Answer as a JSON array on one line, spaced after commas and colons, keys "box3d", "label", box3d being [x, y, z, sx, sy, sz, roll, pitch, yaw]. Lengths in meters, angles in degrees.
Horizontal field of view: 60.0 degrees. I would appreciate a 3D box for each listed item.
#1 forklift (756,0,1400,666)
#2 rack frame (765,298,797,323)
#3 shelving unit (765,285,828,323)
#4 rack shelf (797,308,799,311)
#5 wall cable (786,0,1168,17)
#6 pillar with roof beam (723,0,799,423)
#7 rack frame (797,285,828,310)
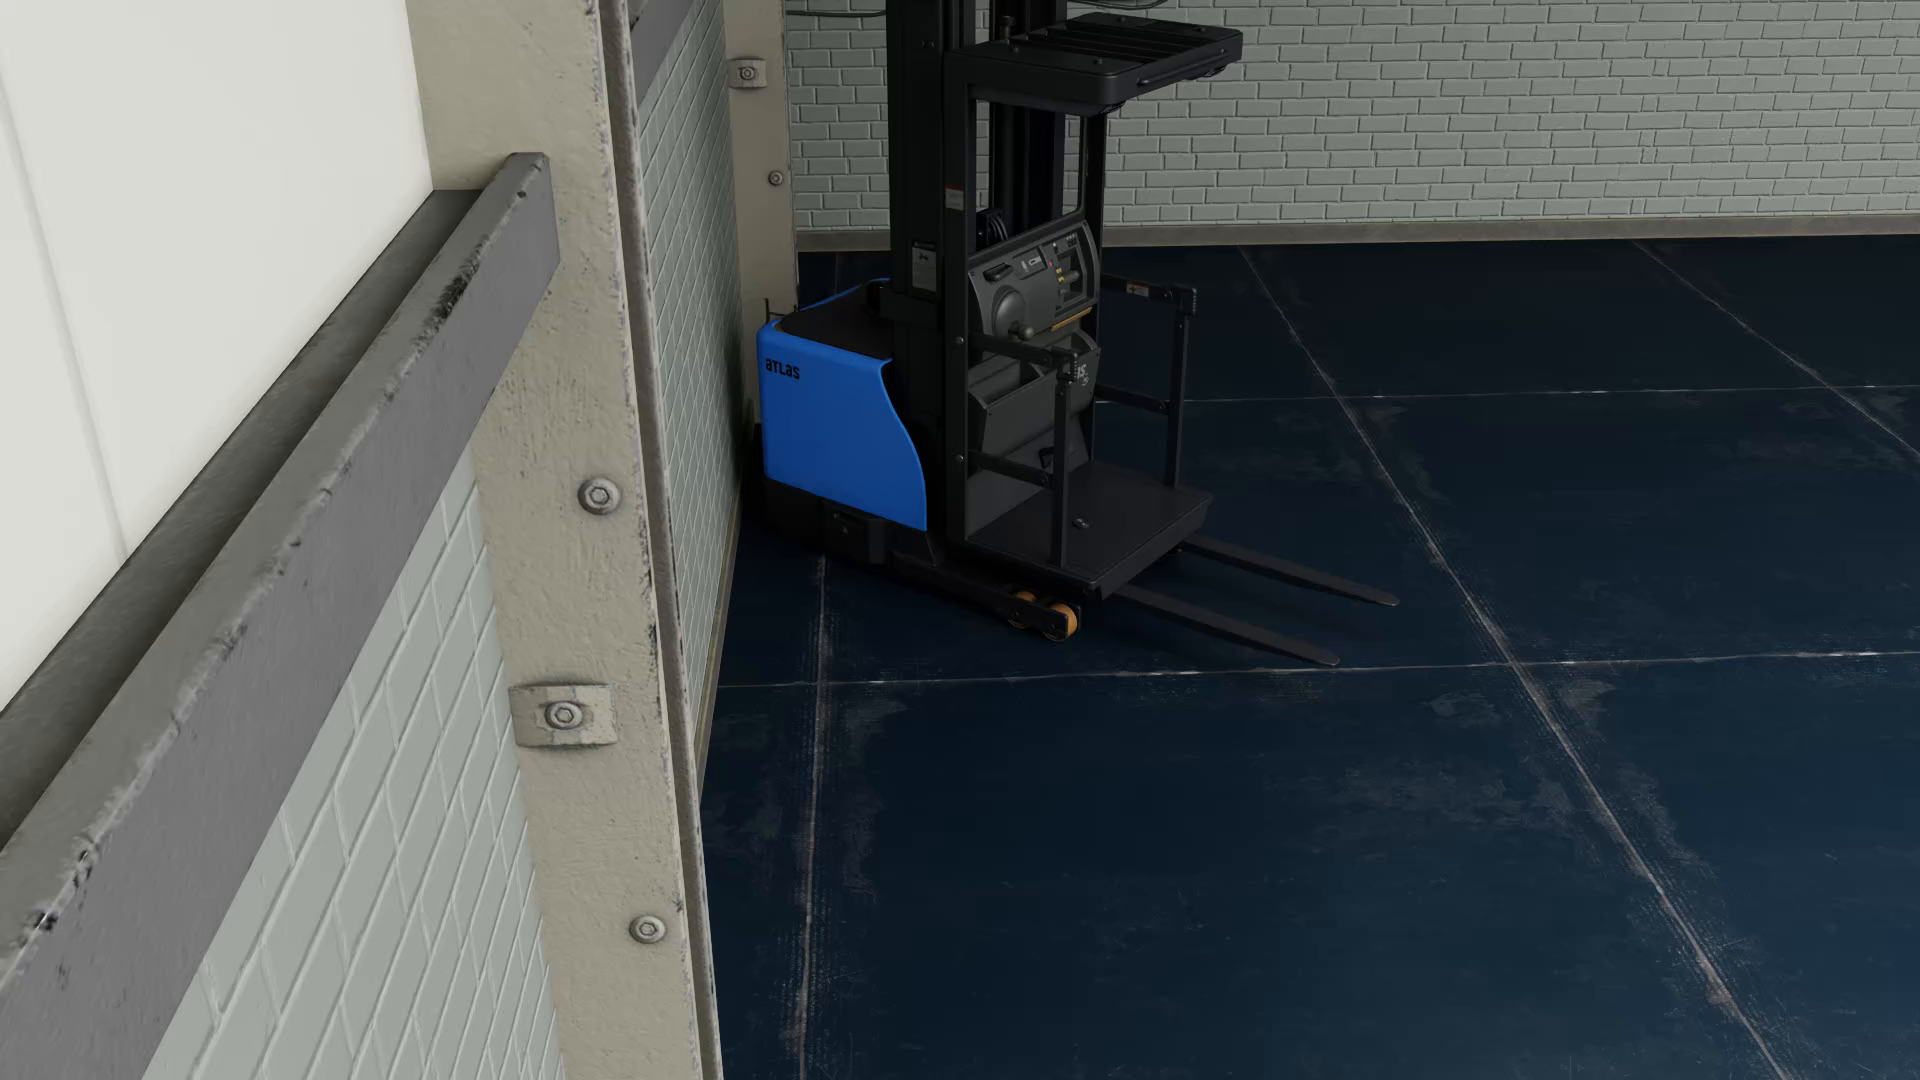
[{"box3d": [0.505, -1.128, 7.244, 3.031, 2.935, 1.130, 19, 33, 32], "label": "forklift"}, {"box3d": [-0.877, -0.712, 8.474, 0.200, 1.050, 0.008, 17, 32, 31], "label": "rack frame"}, {"box3d": [-0.808, -0.758, 8.563, 0.215, 1.050, 0.252, 17, 32, 31], "label": "shelving unit"}, {"box3d": [-0.813, -1.002, 8.440, 0.215, 0.259, 0.240, 17, 32, 31], "label": "rack shelf"}, {"box3d": [0.095, -4.772, 11.026, 3.097, 2.526, 0.112, -1, 28, -3], "label": "wall cable"}, {"box3d": [3.227, -4.860, 7.838, 9.100, 9.000, 0.400, -1, 28, -3], "label": "pillar with roof beam"}, {"box3d": [-0.738, -0.805, 8.651, 0.200, 1.050, 0.008, 17, 32, 31], "label": "rack frame"}]
